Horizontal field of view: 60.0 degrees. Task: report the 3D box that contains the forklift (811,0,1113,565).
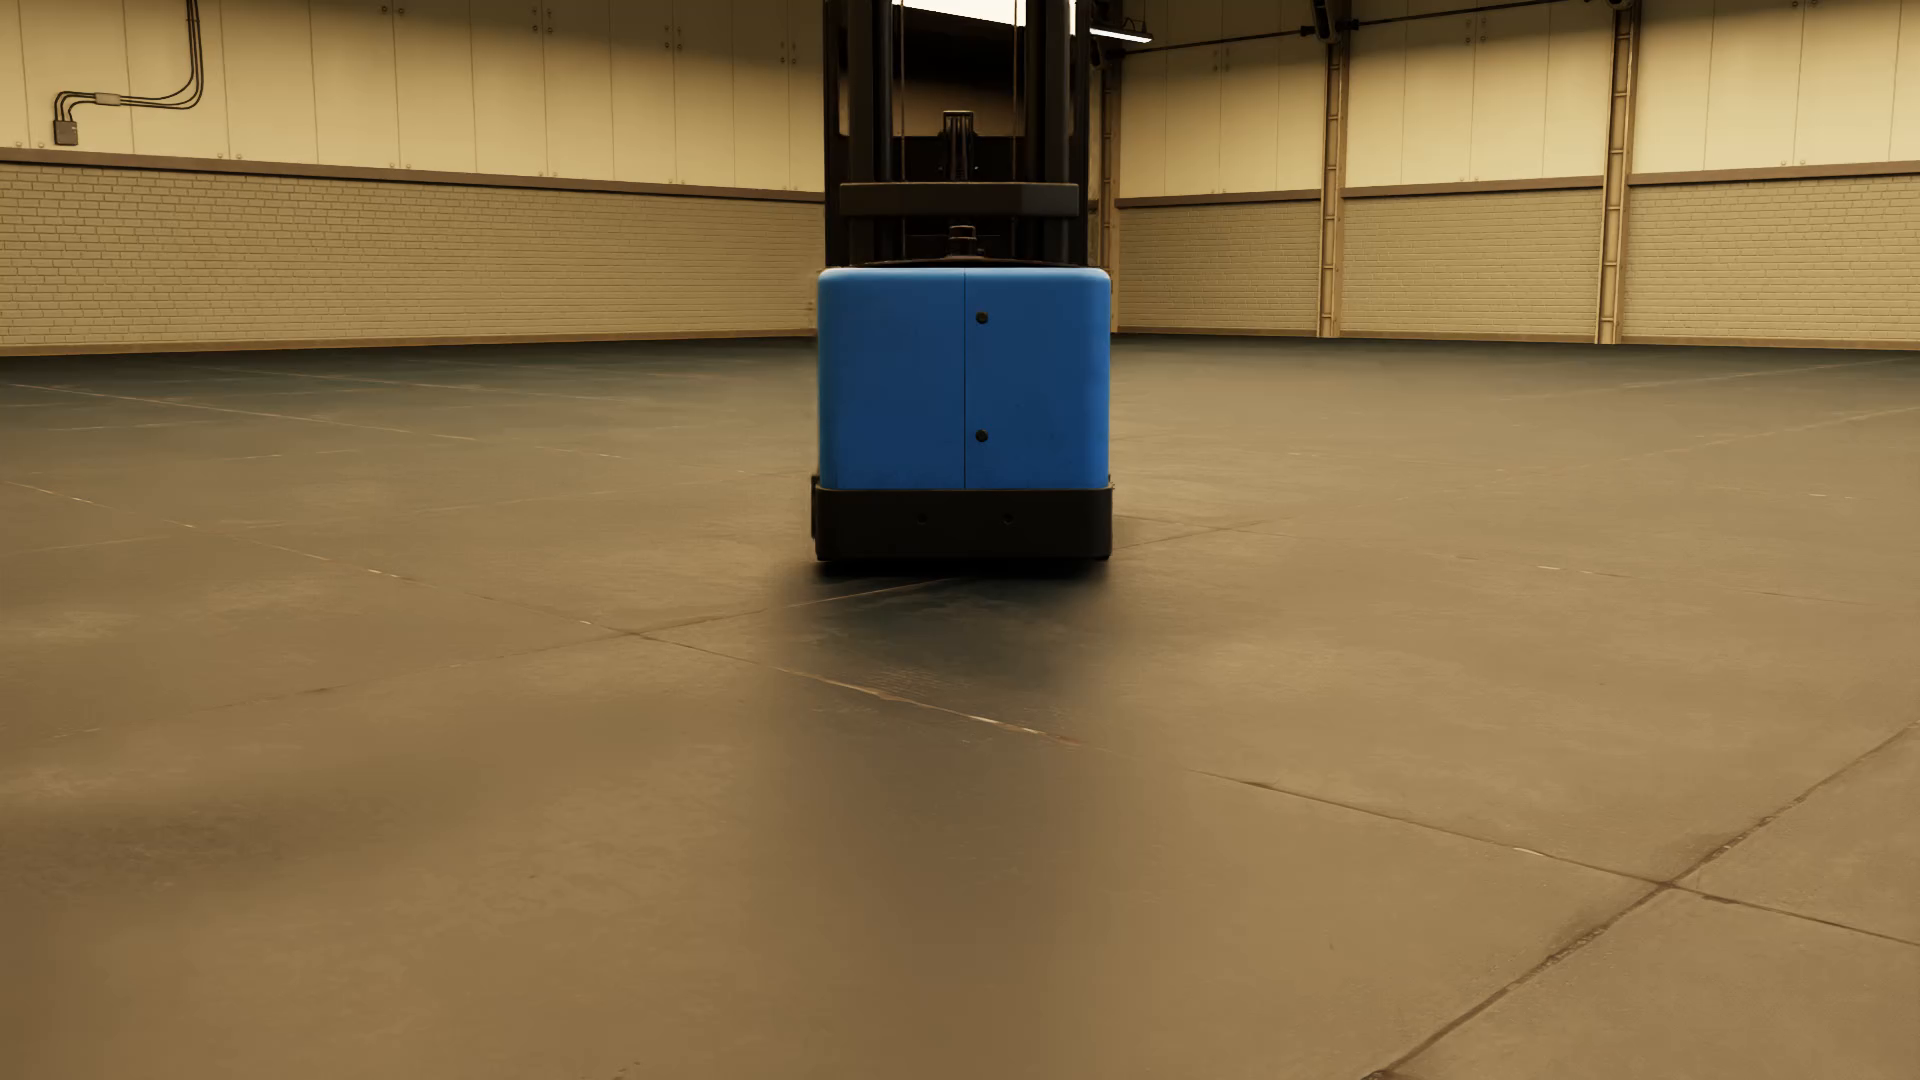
[{"bbox_3d":[-0.022,-1.540,7.103,1.130,2.935,3.031,0,9,-1],"label":"forklift"}]
